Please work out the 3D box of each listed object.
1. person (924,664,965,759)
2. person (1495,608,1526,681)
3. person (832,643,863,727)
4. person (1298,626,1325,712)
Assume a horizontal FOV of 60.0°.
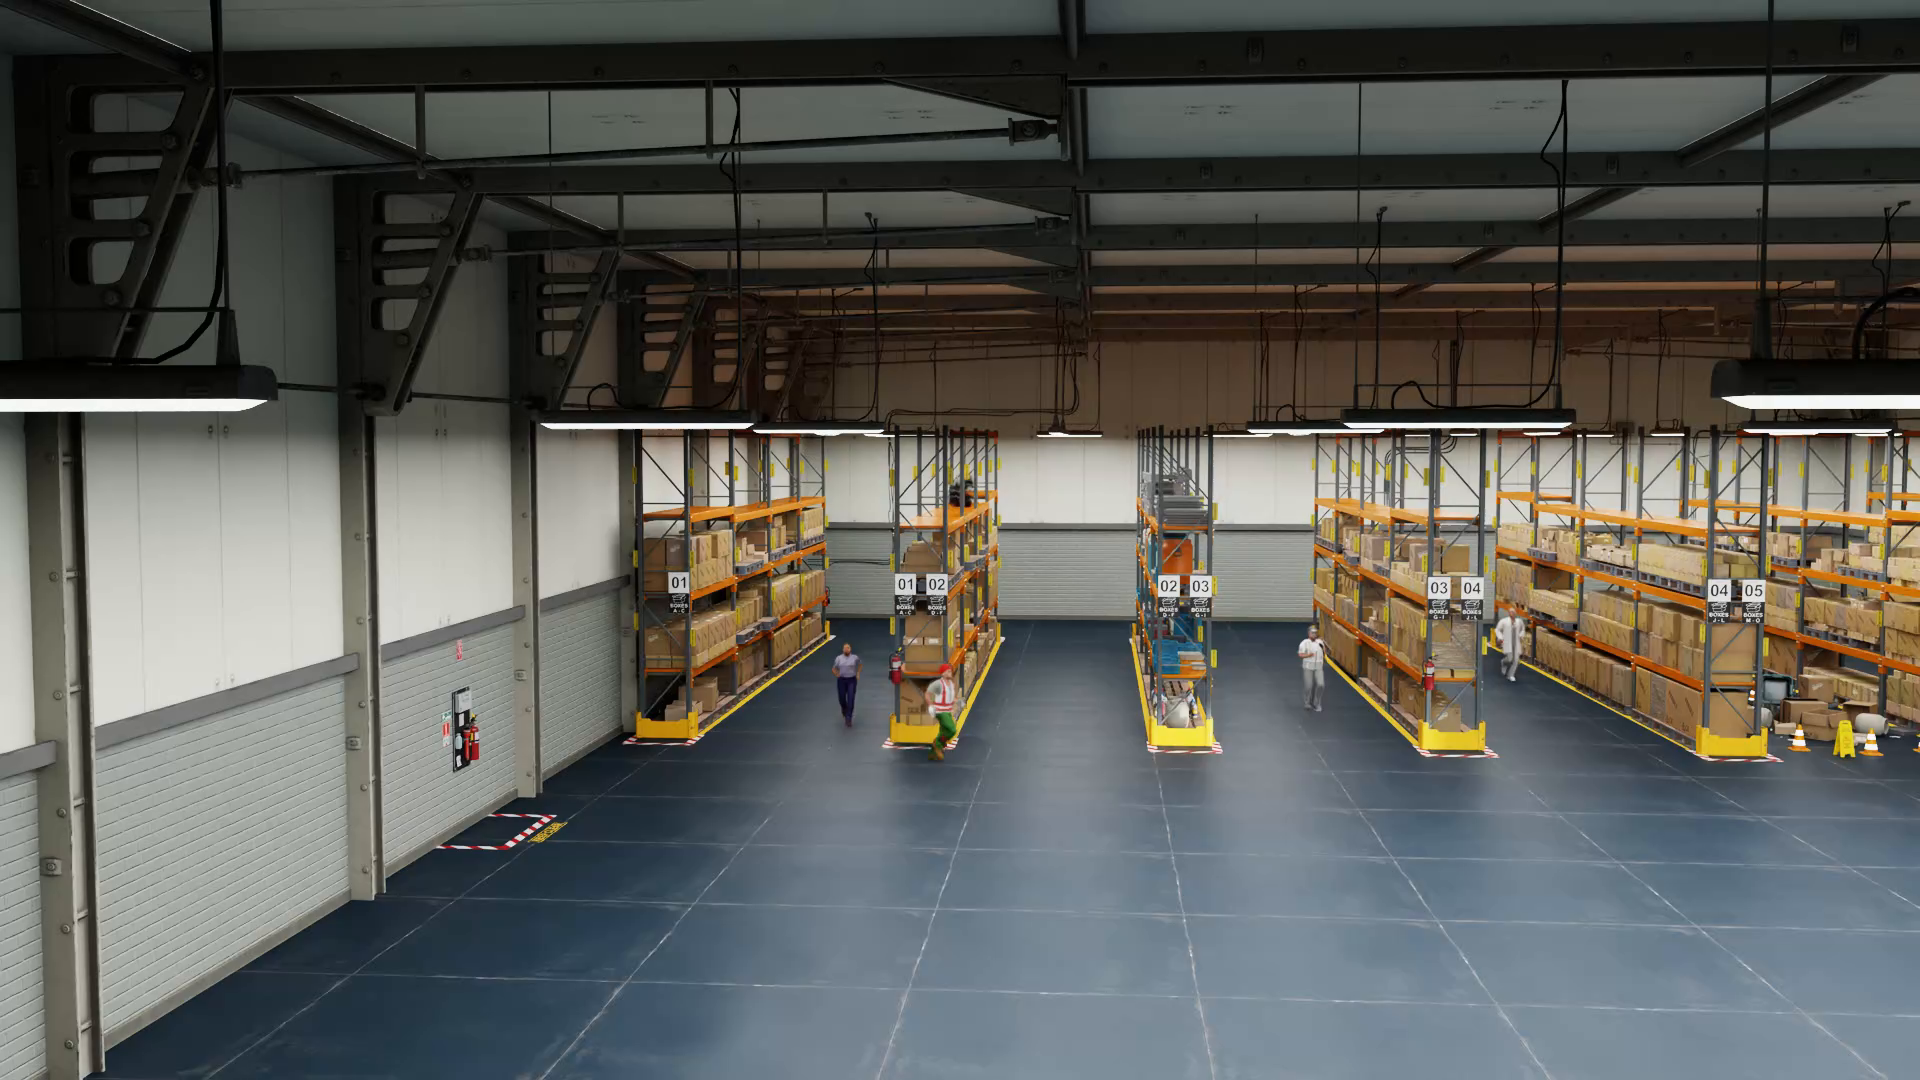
[{"bbox_3d":[-0.261,3.063,29.634,0.720,1.717,0.589,2,4,32],"label":"person"},{"bbox_3d":[13.141,2.481,39.633,0.710,1.733,0.637,0,3,1],"label":"person"},{"bbox_3d":[-2.273,2.894,33.595,0.607,1.640,0.849,0,3,-1],"label":"person"},{"bbox_3d":[7.462,2.735,35.129,0.640,1.836,0.727,0,3,-4],"label":"person"}]
